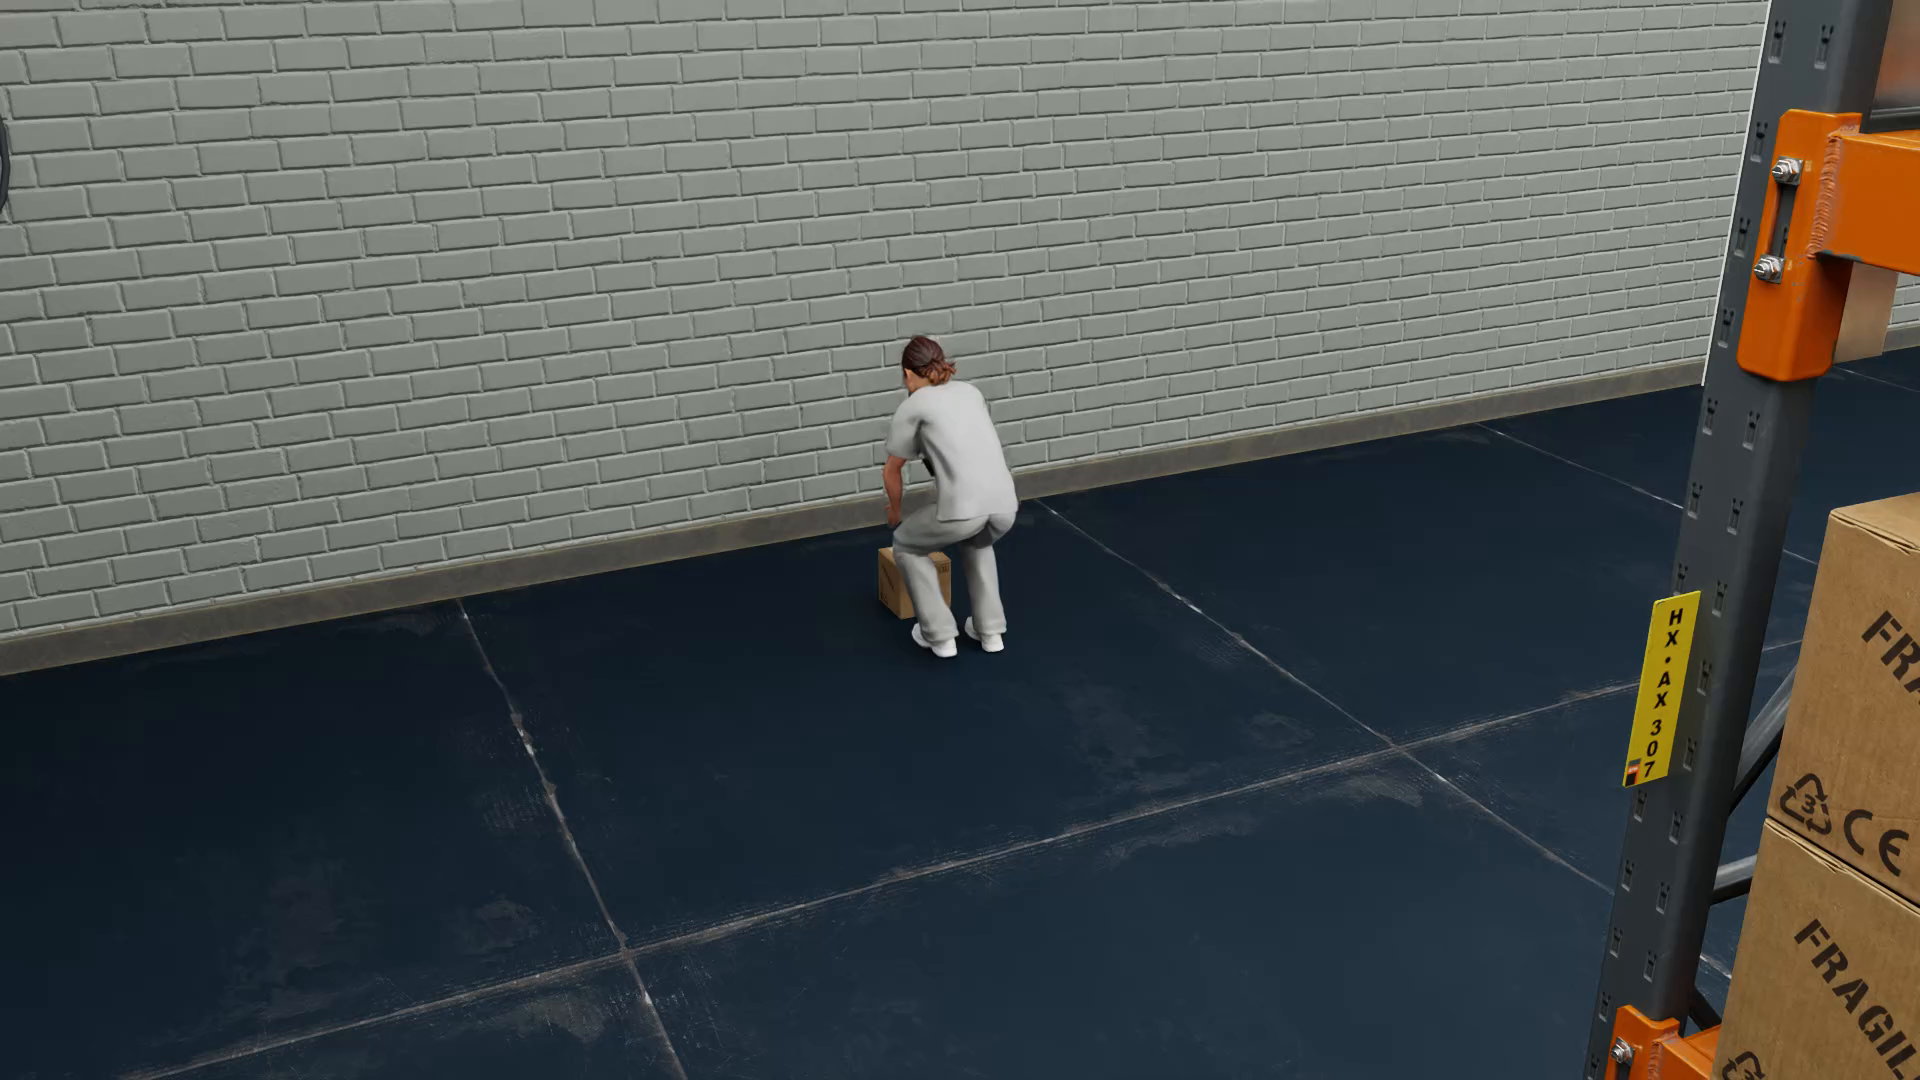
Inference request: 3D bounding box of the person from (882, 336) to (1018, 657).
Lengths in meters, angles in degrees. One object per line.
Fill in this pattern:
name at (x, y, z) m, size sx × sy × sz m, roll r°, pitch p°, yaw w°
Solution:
person at (-0.056, -0.162, 6.985) m, size 0.491 × 1.304 × 0.683 m, roll -10°, pitch 24°, yaw -24°
